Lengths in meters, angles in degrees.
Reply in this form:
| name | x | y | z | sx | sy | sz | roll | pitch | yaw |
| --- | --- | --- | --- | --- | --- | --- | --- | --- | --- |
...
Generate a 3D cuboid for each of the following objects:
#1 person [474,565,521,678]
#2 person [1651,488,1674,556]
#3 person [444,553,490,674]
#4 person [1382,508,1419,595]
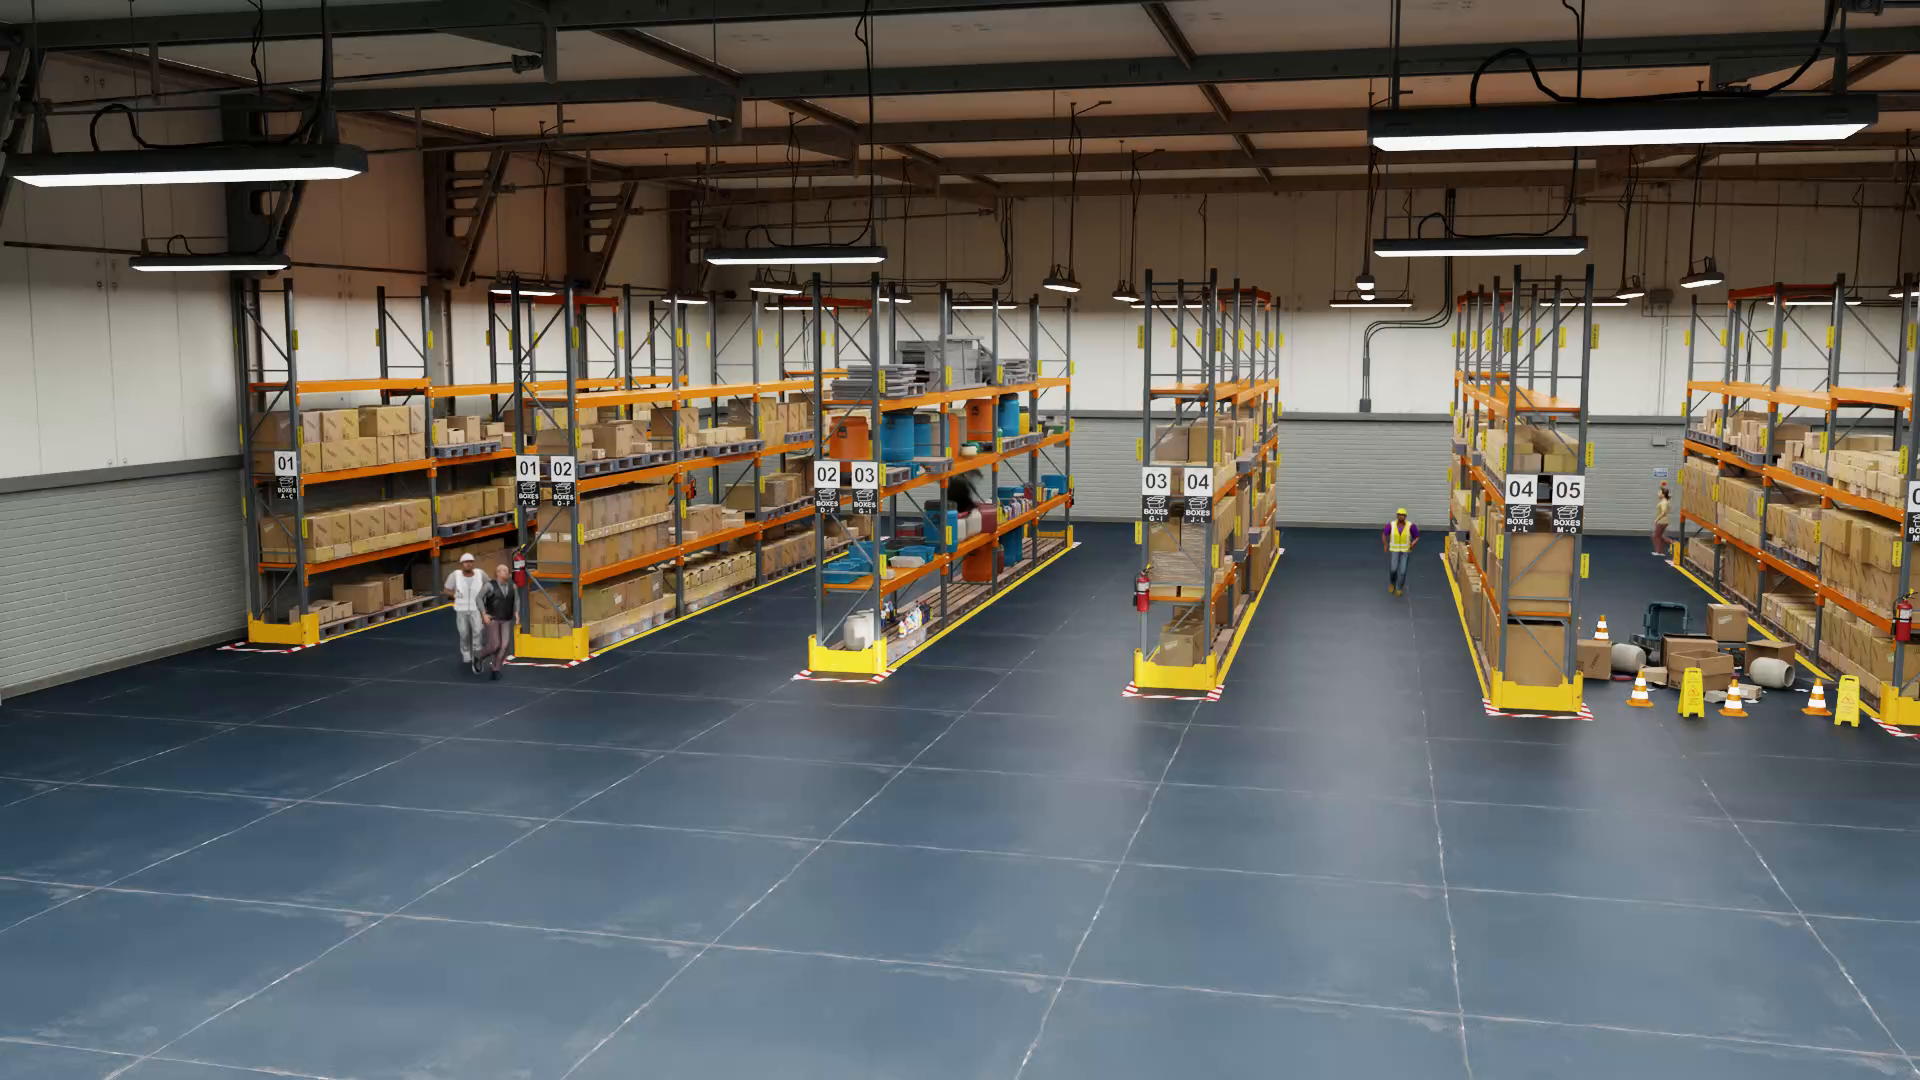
| name | x | y | z | sx | sy | sz | roll | pitch | yaw |
| --- | --- | --- | --- | --- | --- | --- | --- | --- | --- |
| person | -6.897 | 1.198 | 24.919 | 0.579 | 1.666 | 0.702 | 7 | 10 | 44 |
| person | 16.289 | -0.402 | 38.442 | 0.534 | 1.608 | 0.642 | 3 | 8 | 25 |
| person | -7.496 | 1.083 | 25.367 | 0.706 | 1.799 | 0.938 | -2 | 7 | -19 |
| person | 8.630 | 0.238 | 32.569 | 0.706 | 1.726 | 0.574 | 2 | 7 | 13 |
